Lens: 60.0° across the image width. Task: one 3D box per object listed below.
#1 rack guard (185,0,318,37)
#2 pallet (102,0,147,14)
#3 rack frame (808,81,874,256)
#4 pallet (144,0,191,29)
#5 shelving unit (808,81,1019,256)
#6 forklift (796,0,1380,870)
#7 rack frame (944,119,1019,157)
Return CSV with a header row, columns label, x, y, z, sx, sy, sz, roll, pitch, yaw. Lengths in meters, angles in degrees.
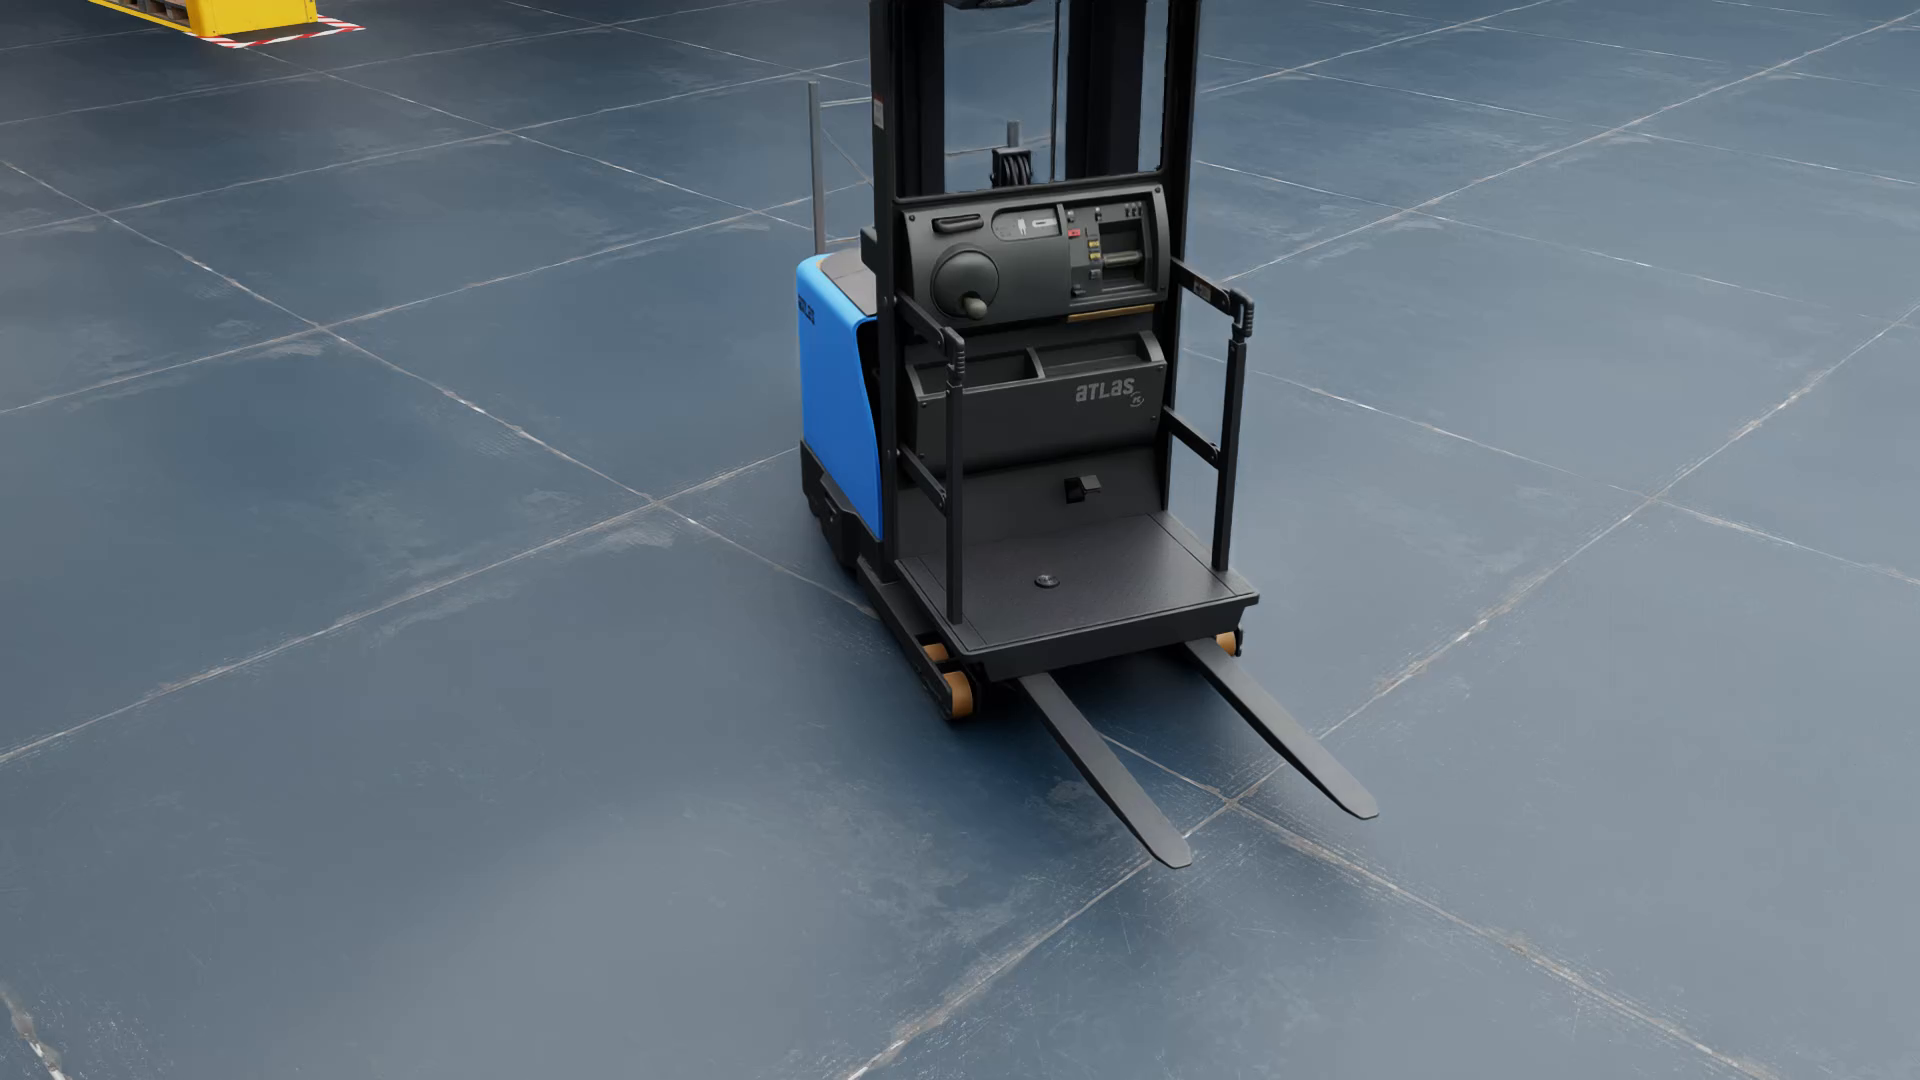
label,x,y,z,sx,sy,sz,roll,pitch,yaw
rack guard,-6.921,-5.268,16.231,0.348,0.500,1.175,25,36,38
pallet,-8.362,-5.805,17.563,1.213,0.211,1.003,25,36,38
rack frame,-0.448,-1.424,7.846,0.500,1.500,0.032,-13,31,-24
pallet,-7.496,-5.407,16.806,1.213,0.211,1.003,25,36,38
shelving unit,-0.223,-1.216,7.452,0.587,1.500,1.083,-13,31,-24
forklift,0.345,-0.912,5.335,1.130,2.935,3.031,-10,29,-19
rack frame,0.011,-1.001,7.043,0.500,1.500,0.032,-13,31,-24
